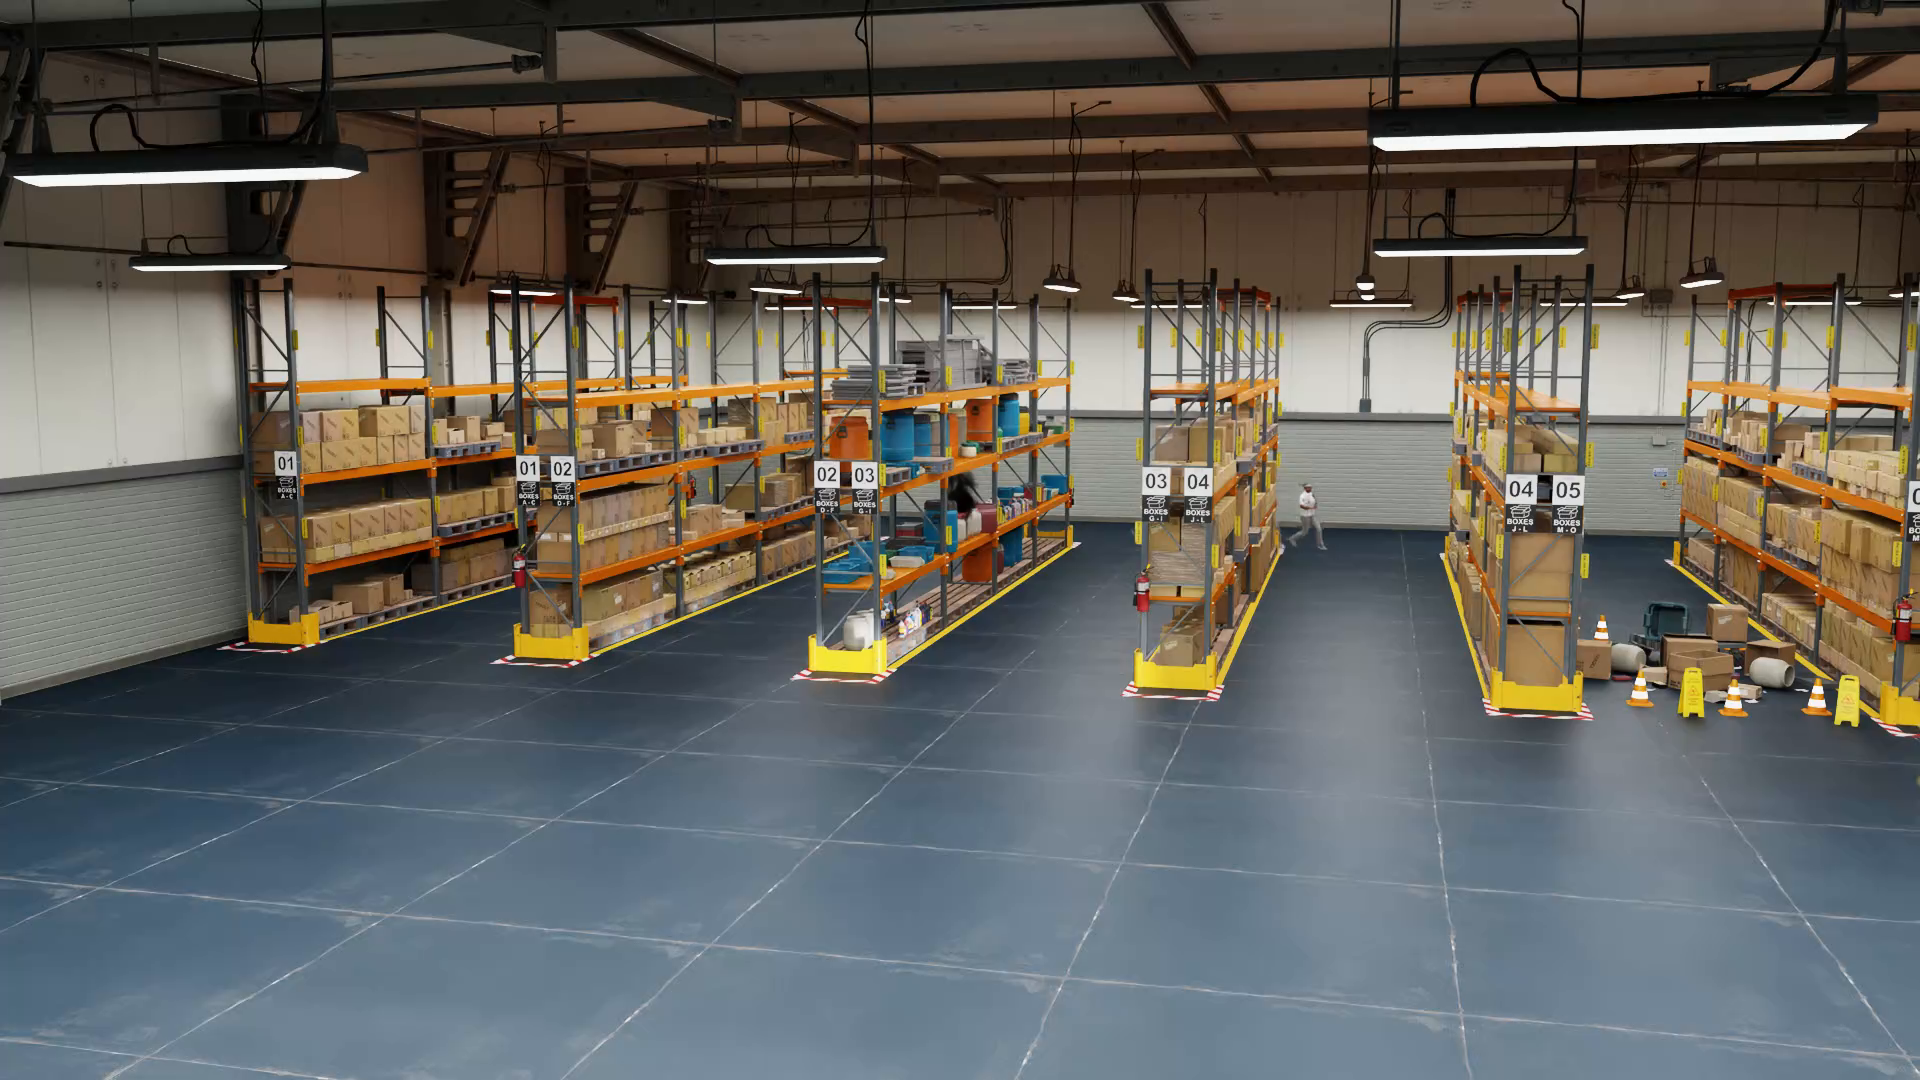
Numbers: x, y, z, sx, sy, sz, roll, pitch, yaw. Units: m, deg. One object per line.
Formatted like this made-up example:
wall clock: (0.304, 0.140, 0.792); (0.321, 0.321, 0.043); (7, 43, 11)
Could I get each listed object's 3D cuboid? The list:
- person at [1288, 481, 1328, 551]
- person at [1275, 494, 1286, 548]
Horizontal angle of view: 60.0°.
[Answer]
person: (8.312, -0.575, 39.800); (0.888, 1.679, 0.605); (6, 9, 40)
person: (4.179, -0.368, 37.869); (3.850, 1.687, 8.471); (4, 8, 31)
